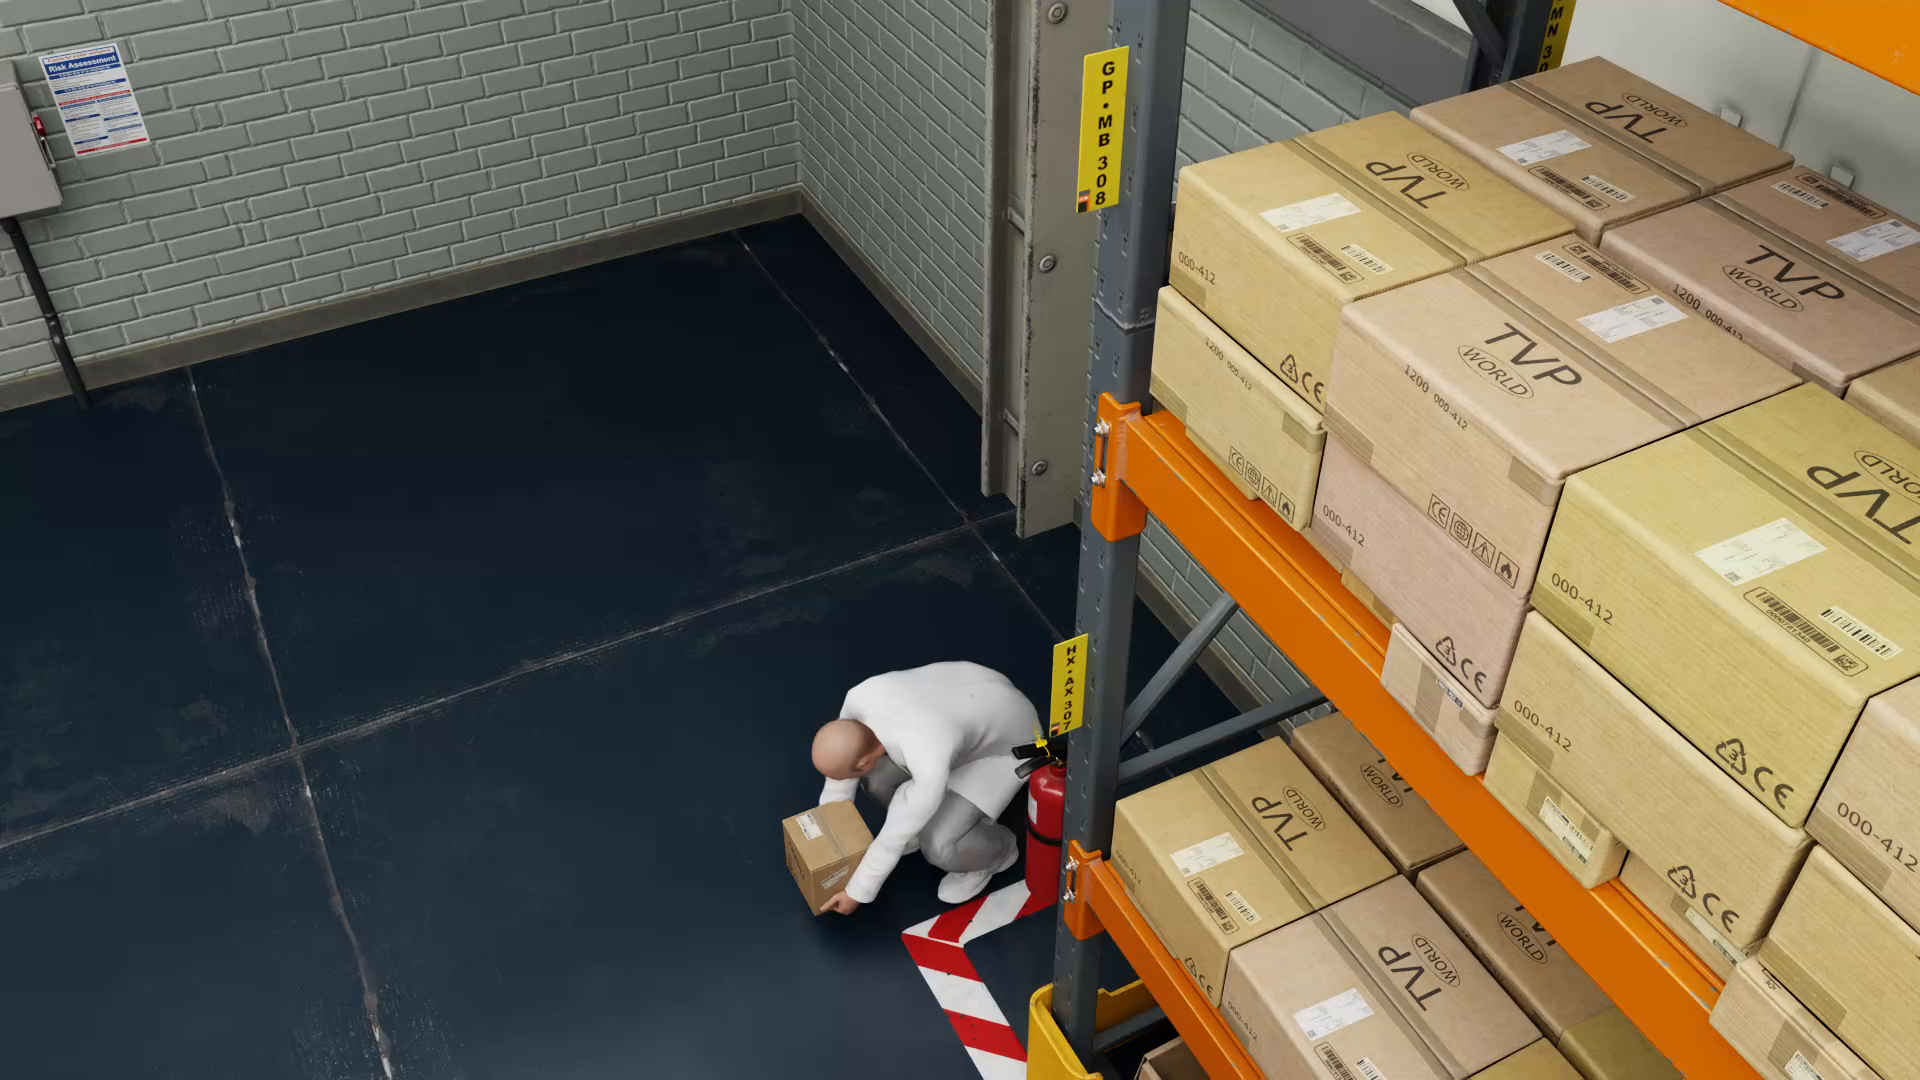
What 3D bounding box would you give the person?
[{"bbox_3d":[-0.141,0.839,5.792,0.958,1.001,0.581,-25,46,-26],"label":"person"}]
